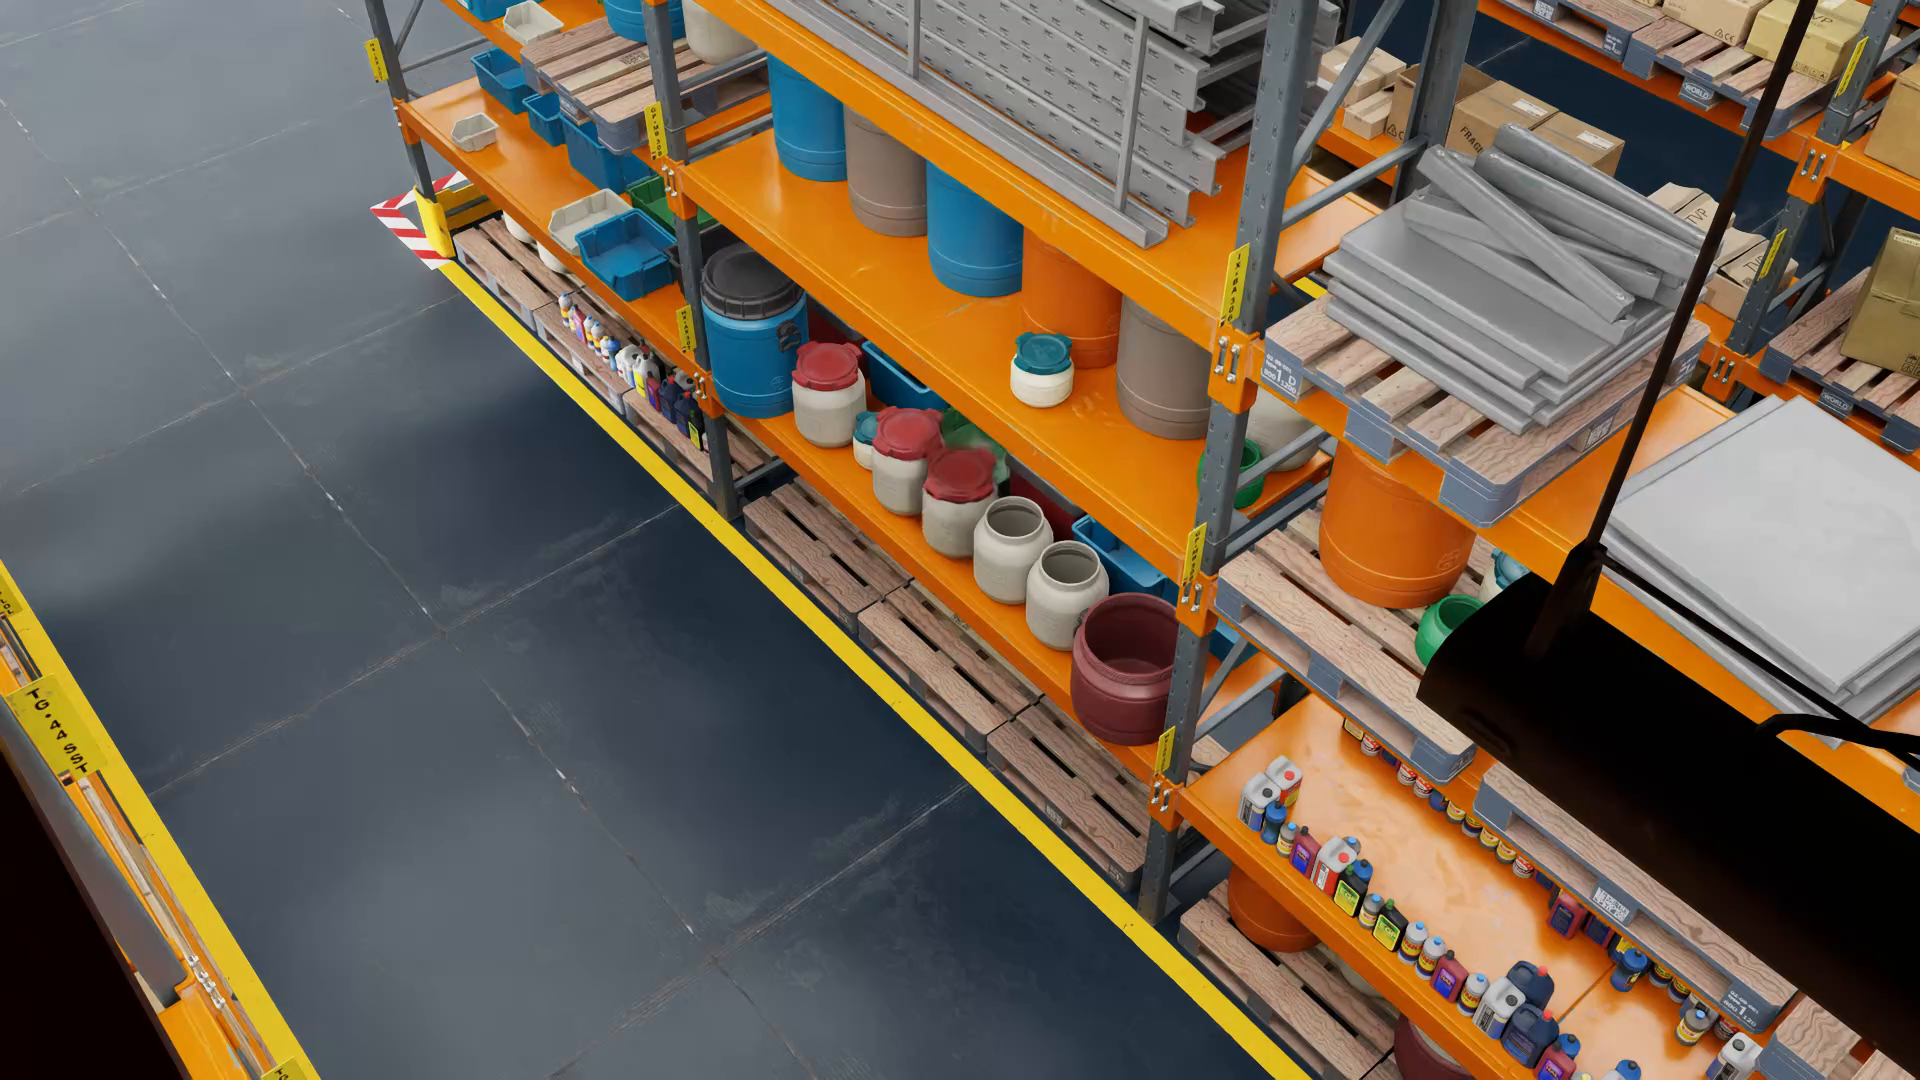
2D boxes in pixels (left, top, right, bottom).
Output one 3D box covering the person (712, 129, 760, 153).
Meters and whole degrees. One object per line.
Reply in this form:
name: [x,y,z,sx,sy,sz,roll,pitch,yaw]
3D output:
person: [-1.847,-3.179,12.848,0.977,1.623,0.473,26,52,23]
